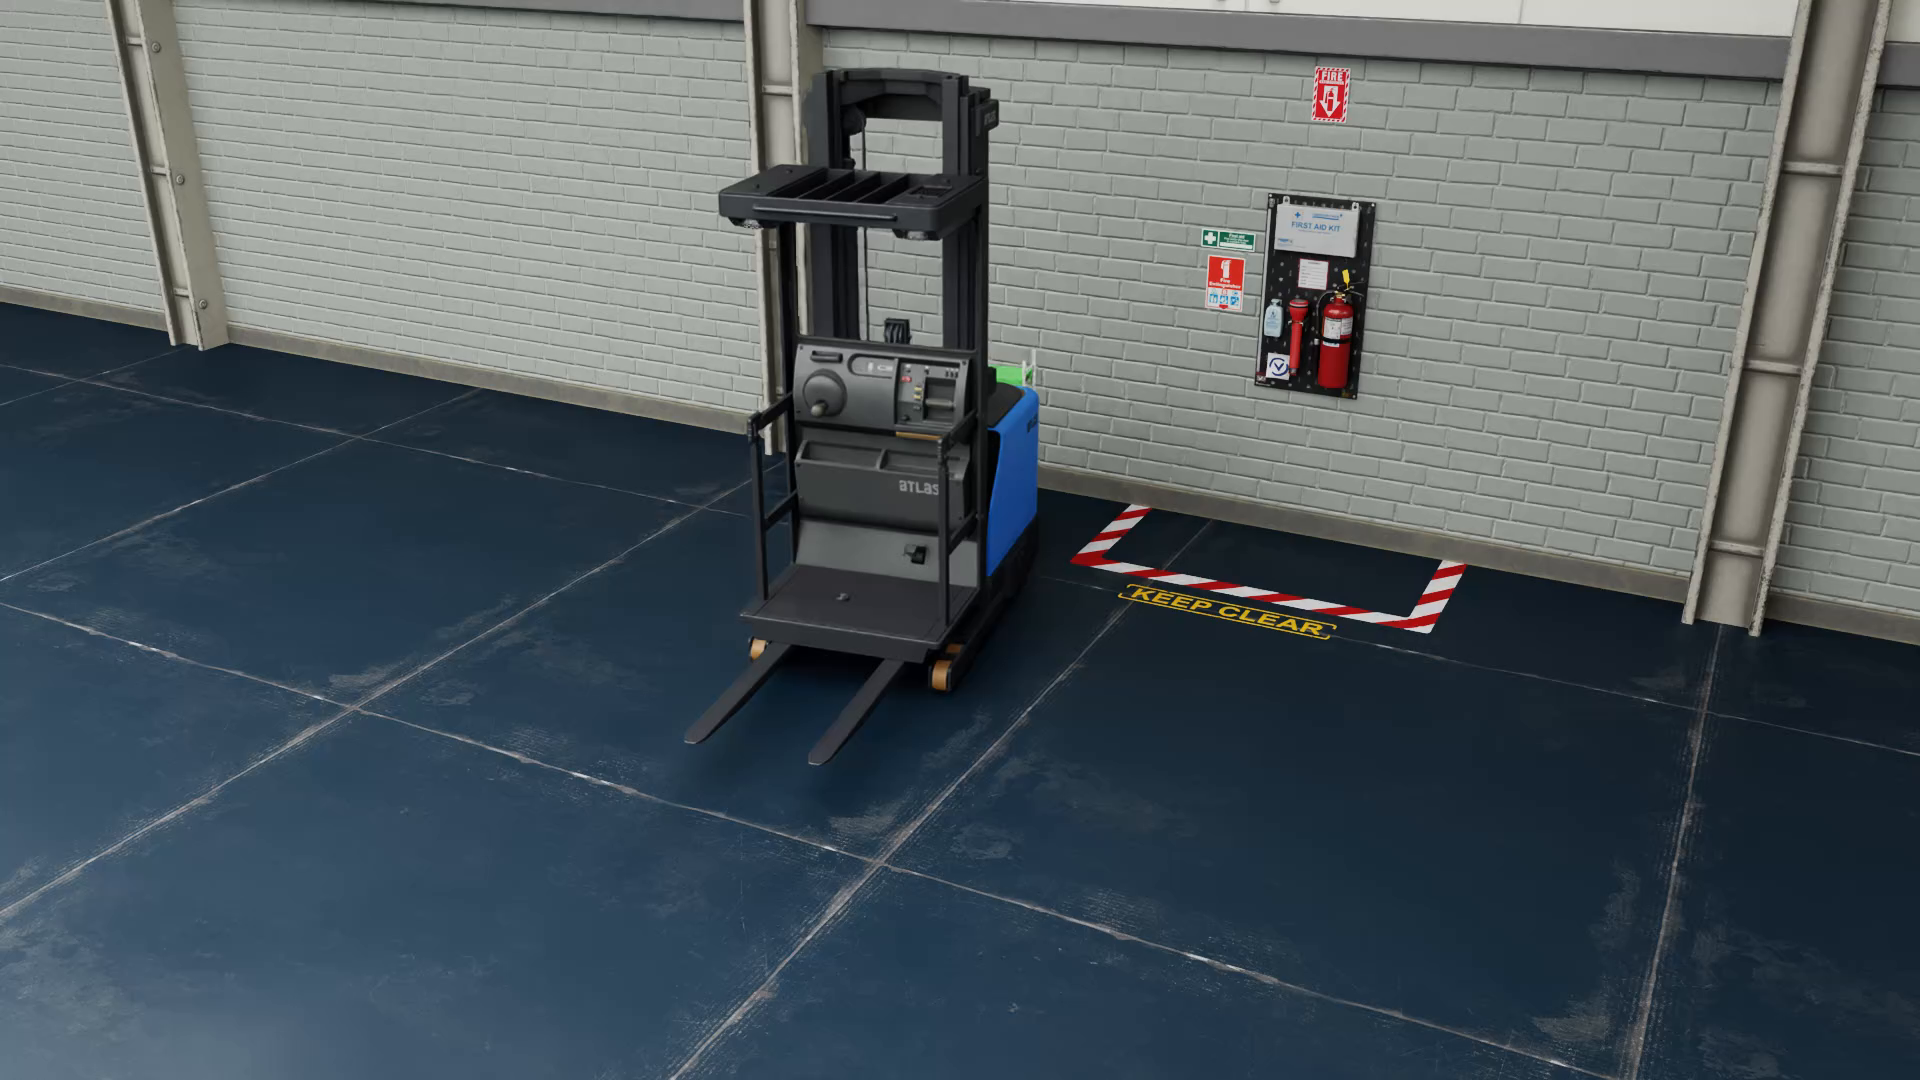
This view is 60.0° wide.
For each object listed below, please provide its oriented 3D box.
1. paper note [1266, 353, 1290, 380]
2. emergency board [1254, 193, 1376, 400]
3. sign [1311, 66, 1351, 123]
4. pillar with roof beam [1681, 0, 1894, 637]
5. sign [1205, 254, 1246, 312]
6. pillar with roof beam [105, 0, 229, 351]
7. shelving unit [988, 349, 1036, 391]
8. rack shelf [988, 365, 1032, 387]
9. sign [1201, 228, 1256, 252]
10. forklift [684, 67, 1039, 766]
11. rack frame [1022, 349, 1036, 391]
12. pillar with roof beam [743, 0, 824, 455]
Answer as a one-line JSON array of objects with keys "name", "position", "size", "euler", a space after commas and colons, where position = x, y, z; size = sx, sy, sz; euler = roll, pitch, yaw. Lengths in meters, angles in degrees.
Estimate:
[{"name": "paper note", "position": [1.914, -1.044, 9.997], "size": [0.142, 0.148, 0.016], "euler": [11, 25, 25]}, {"name": "emergency board", "position": [2.041, -1.394, 9.694], "size": [0.643, 1.169, 0.194], "euler": [11, 25, 25]}, {"name": "sign", "position": [2.079, -2.497, 9.326], "size": [0.199, 0.298, 0.001], "euler": [11, 25, 25]}, {"name": "pillar with roof beam", "position": [2.287, -2.201, 3.927], "size": [0.400, 9.000, 9.100], "euler": [11, 25, 25]}, {"name": "sign", "position": [1.594, -1.544, 10.002], "size": [0.234, 0.329, 0.001], "euler": [11, 25, 25]}, {"name": "pillar with roof beam", "position": [-8.422, -4.320, 8.910], "size": [0.400, 9.000, 9.100], "euler": [11, 25, 25]}, {"name": "shelving unit", "position": [0.174, -0.559, 10.031], "size": [0.503, 1.200, 0.258], "euler": [7, 24, 16]}, {"name": "rack shelf", "position": [0.174, -0.942, 9.868], "size": [0.480, 0.148, 0.258], "euler": [7, 24, 16]}, {"name": "sign", "position": [1.594, -1.784, 9.889], "size": [0.331, 0.109, 0.001], "euler": [11, 25, 25]}, {"name": "forklift", "position": [-0.469, -0.753, 8.274], "size": [1.130, 2.935, 3.031], "euler": [7, 24, 16]}, {"name": "rack frame", "position": [0.406, -0.529, 9.962], "size": [0.015, 1.200, 0.240], "euler": [7, 24, 16]}, {"name": "pillar with roof beam", "position": [-3.068, -3.261, 6.419], "size": [0.400, 9.000, 9.100], "euler": [11, 25, 25]}]
